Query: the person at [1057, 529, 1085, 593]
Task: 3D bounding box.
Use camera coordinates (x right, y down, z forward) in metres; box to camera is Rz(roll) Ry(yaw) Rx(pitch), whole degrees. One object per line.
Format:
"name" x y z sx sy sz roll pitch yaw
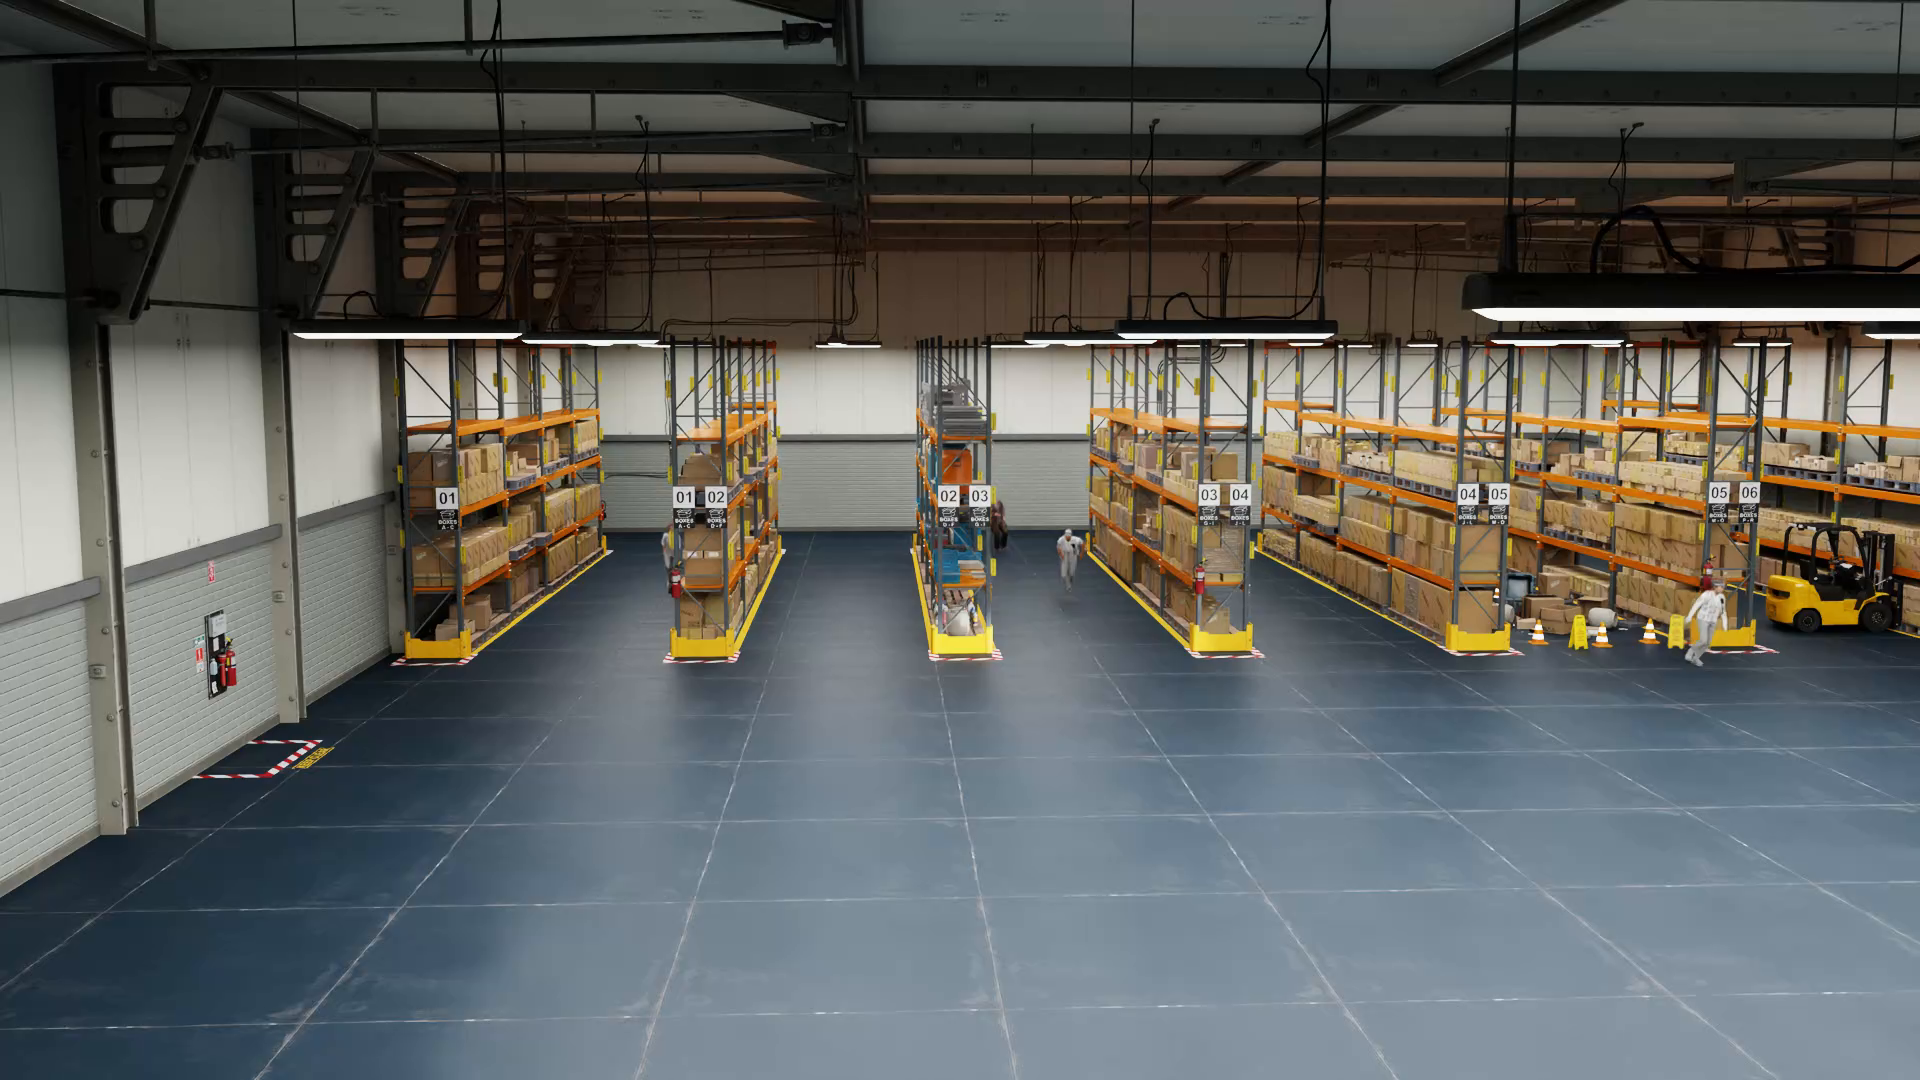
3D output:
"person" 2.489 0.471 37.324 0.637 1.496 0.790 1 7 6

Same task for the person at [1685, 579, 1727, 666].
"person" 13.574 1.499 30.234 0.580 1.619 0.561 -2 7 -15

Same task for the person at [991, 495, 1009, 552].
"person" 1.028 -0.504 47.267 0.779 1.719 0.698 -3 7 -26

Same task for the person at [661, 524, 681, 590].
"person" -6.957 0.403 40.073 0.459 1.591 0.788 -1 7 -9
